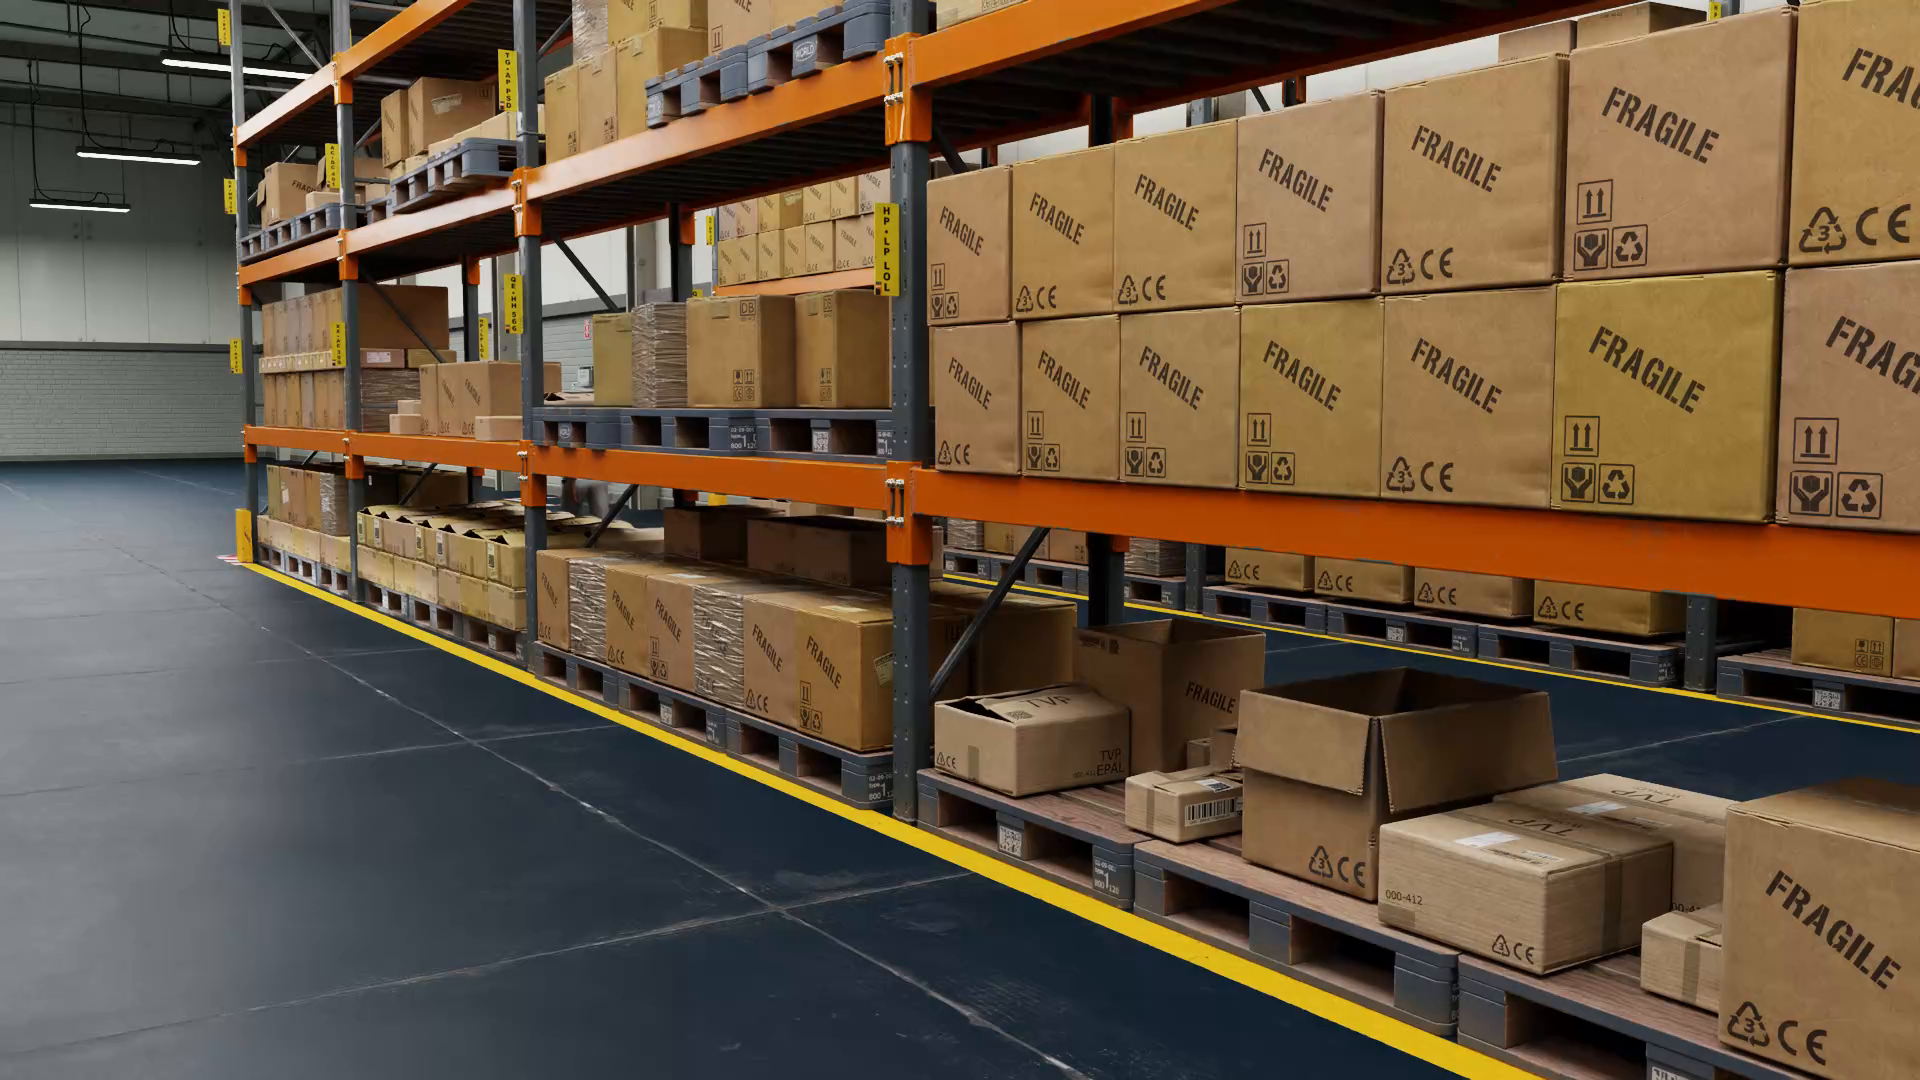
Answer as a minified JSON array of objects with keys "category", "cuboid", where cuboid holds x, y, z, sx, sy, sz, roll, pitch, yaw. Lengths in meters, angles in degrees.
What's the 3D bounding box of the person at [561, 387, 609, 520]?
[{"category":"person","cuboid":[-3.272,-0.516,14.539,0.437,1.642,0.991,-3,6,-31]}]
